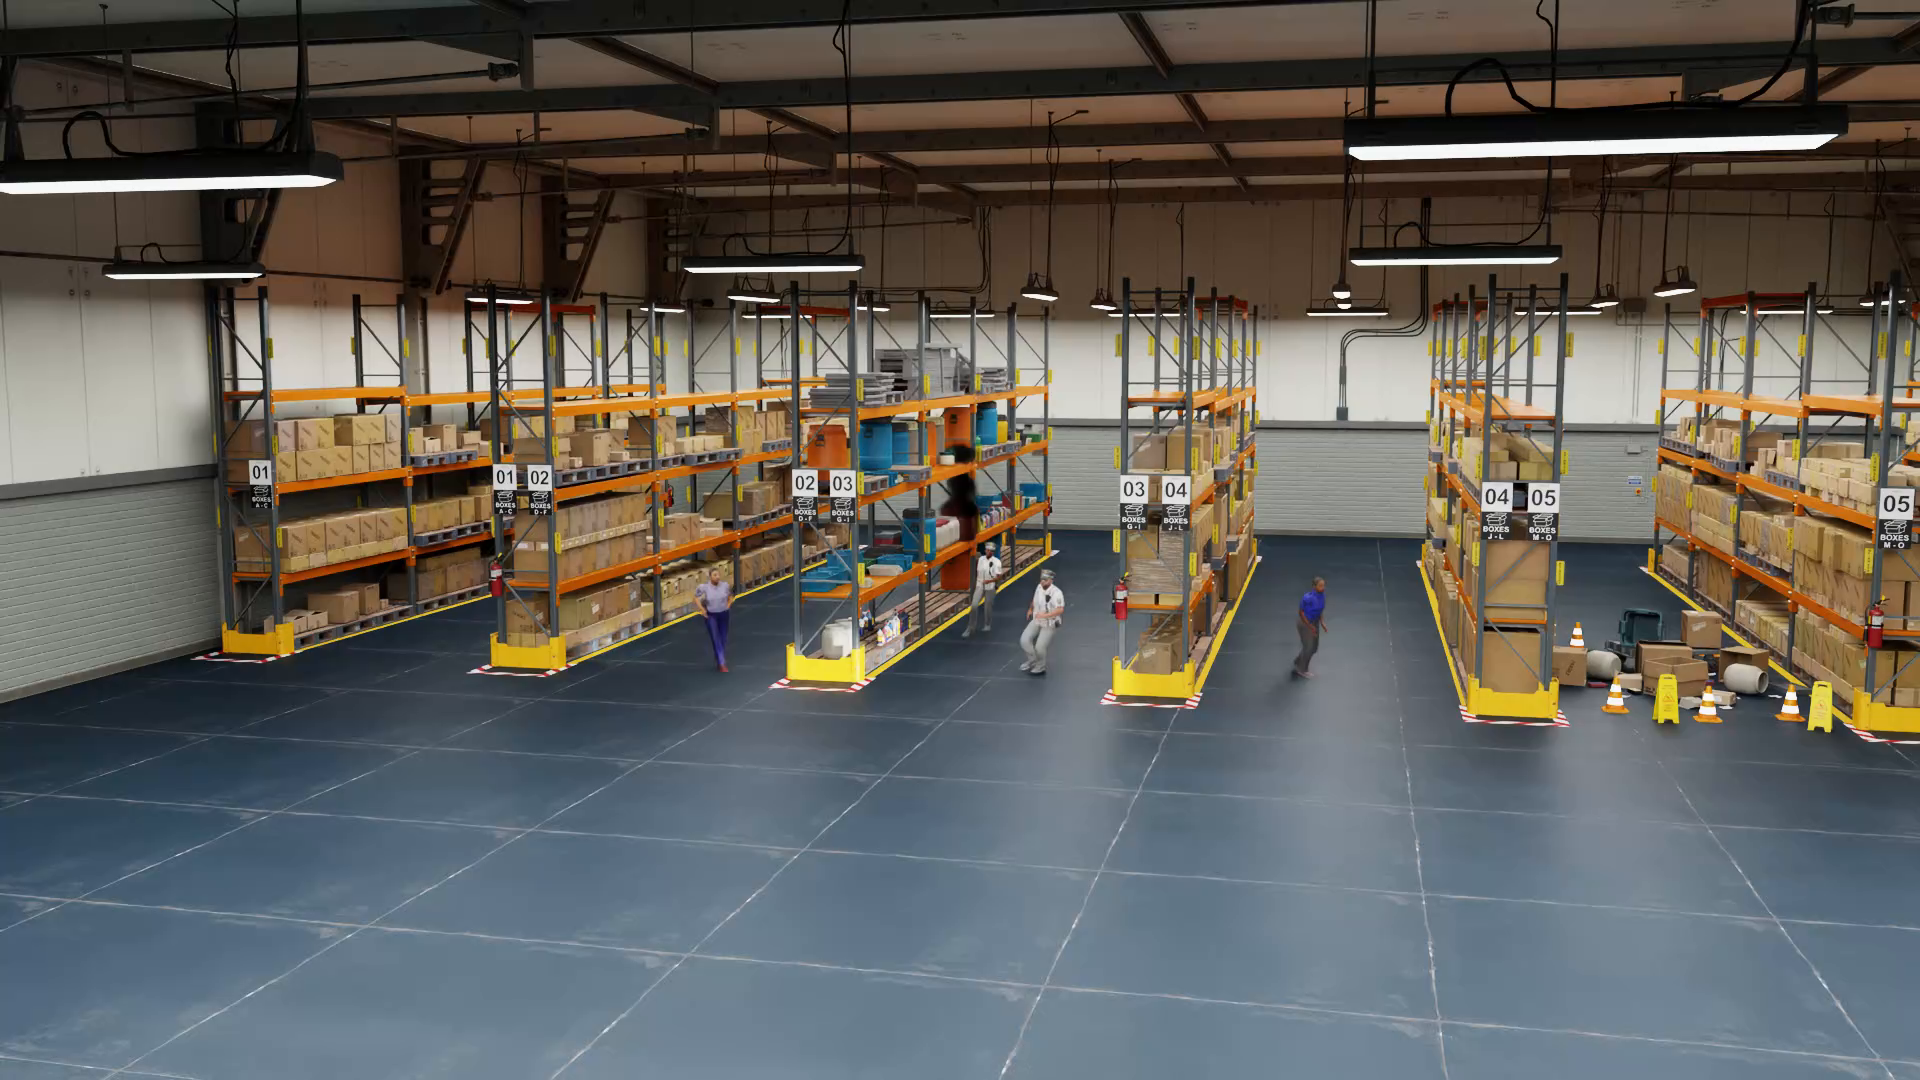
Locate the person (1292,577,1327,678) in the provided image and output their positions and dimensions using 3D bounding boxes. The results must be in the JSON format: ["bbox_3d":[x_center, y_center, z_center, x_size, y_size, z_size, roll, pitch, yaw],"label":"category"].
[{"bbox_3d":[5.309,1.320,25.395,0.573,1.594,0.728,-5,8,-36],"label":"person"}]

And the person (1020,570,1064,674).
[{"bbox_3d":[1.230,1.259,25.523,0.855,1.659,0.697,4,8,34],"label":"person"}]

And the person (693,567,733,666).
[{"bbox_3d":[-3.851,1.176,25.972,0.627,1.552,0.721,-2,7,-20],"label":"person"}]

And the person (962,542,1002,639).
[{"bbox_3d":[0.432,0.850,28.912,0.648,1.668,0.800,2,7,17],"label":"person"}]
